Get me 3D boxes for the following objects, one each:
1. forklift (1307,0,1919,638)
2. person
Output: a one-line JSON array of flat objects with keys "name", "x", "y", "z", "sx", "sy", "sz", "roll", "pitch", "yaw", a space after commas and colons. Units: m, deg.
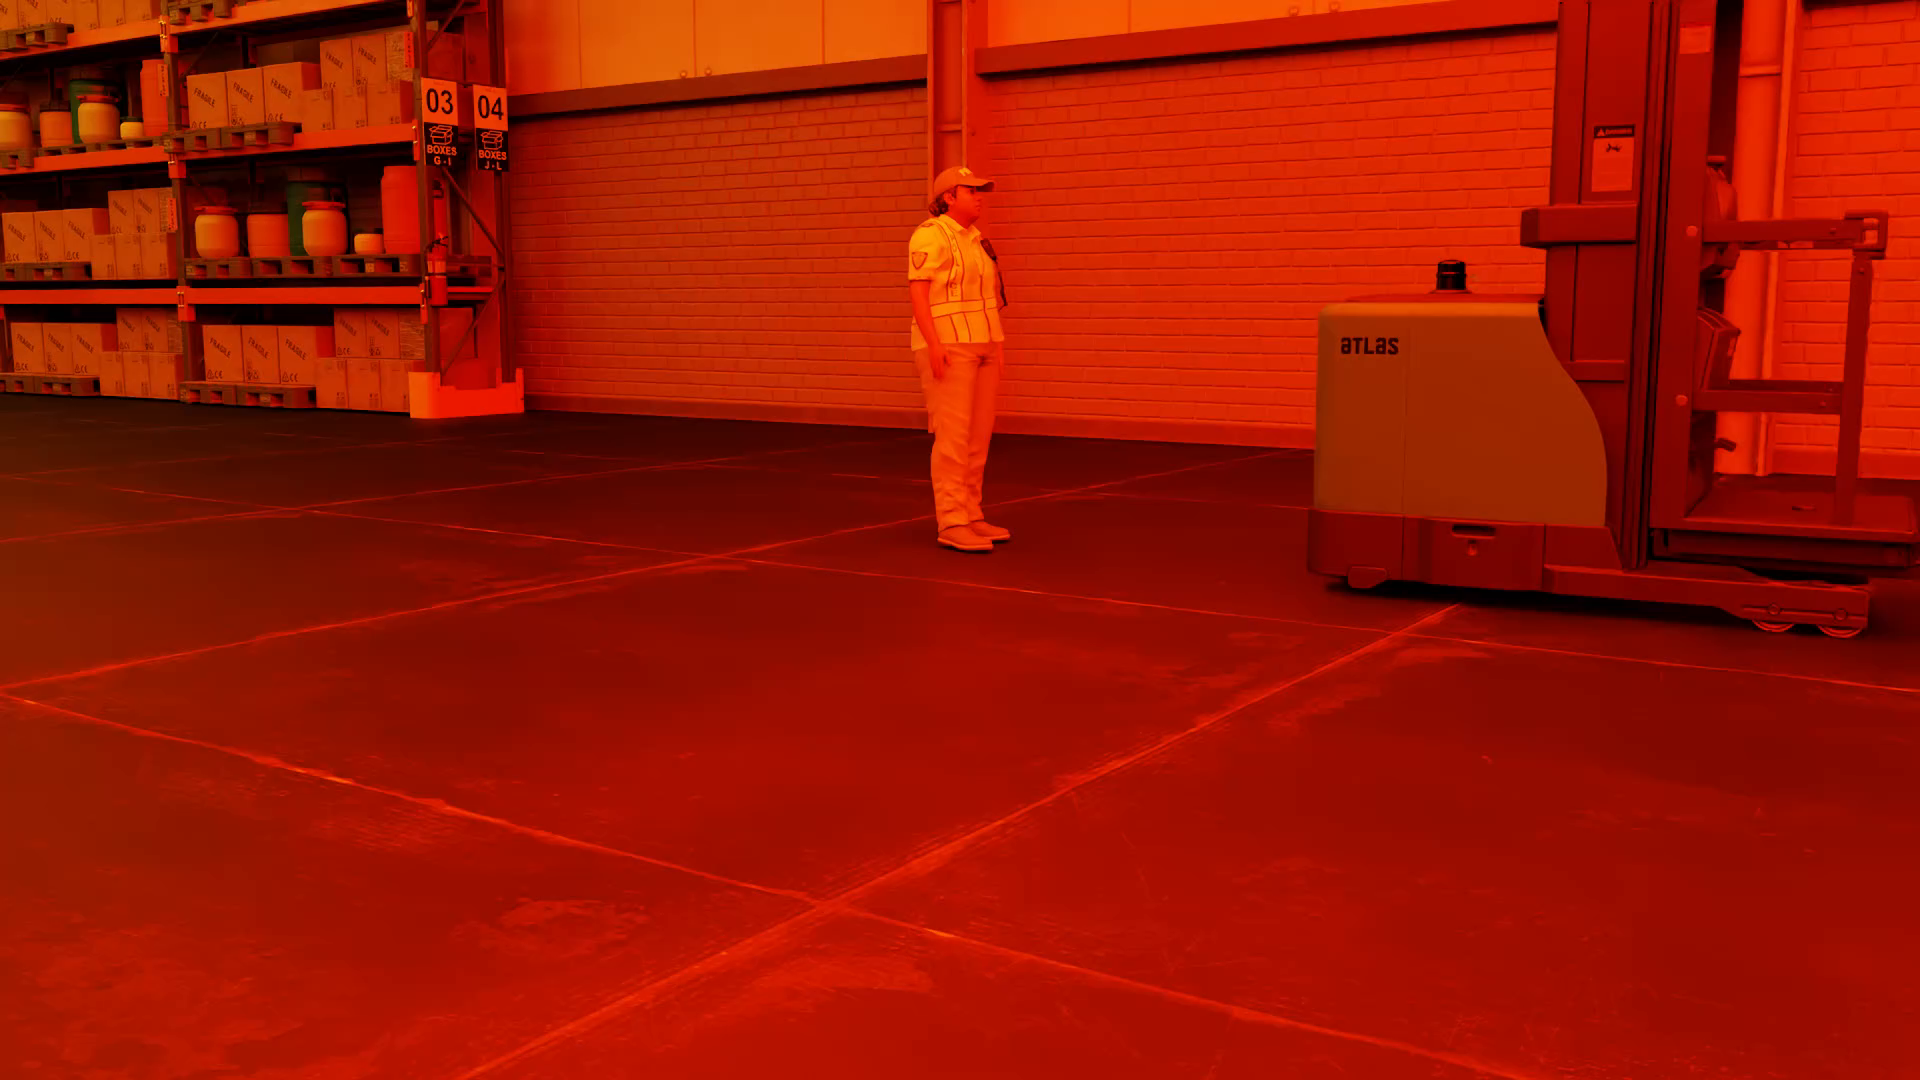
[{"name": "forklift", "x": 2.853, "y": -1.219, "z": 5.768, "sx": 3.031, "sy": 2.935, "sz": 1.130, "roll": 4, "pitch": 9, "yaw": 28}, {"name": "person", "x": 0.051, "y": -0.824, "z": 7.424, "sx": 0.529, "sy": 1.670, "sz": 0.599, "roll": 5, "pitch": 10, "yaw": 34}]
